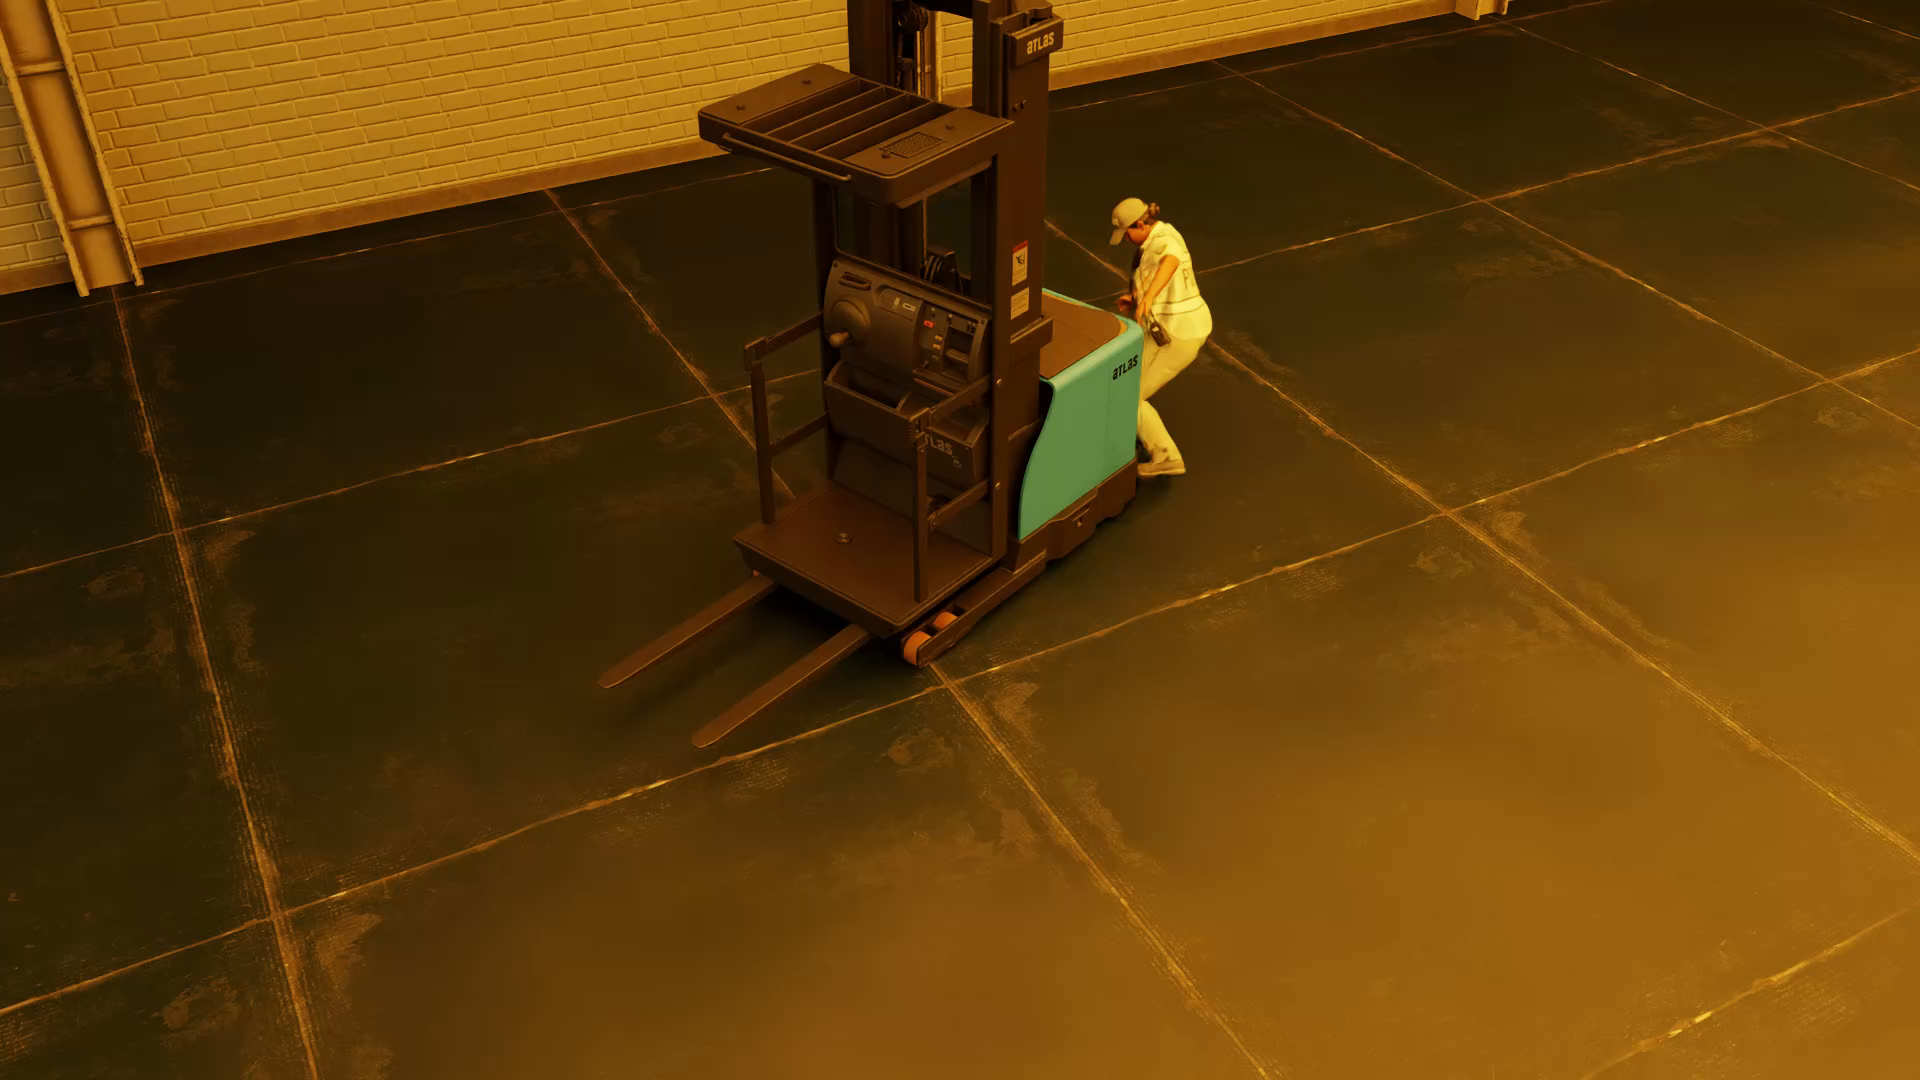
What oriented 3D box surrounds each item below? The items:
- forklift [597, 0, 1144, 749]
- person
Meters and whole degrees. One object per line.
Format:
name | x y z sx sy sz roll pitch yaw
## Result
forklift | -0.390 -0.927 7.434 1.130 2.935 3.031 26 43 31
person | 1.056 -1.140 9.098 0.687 1.370 1.169 12 37 17
